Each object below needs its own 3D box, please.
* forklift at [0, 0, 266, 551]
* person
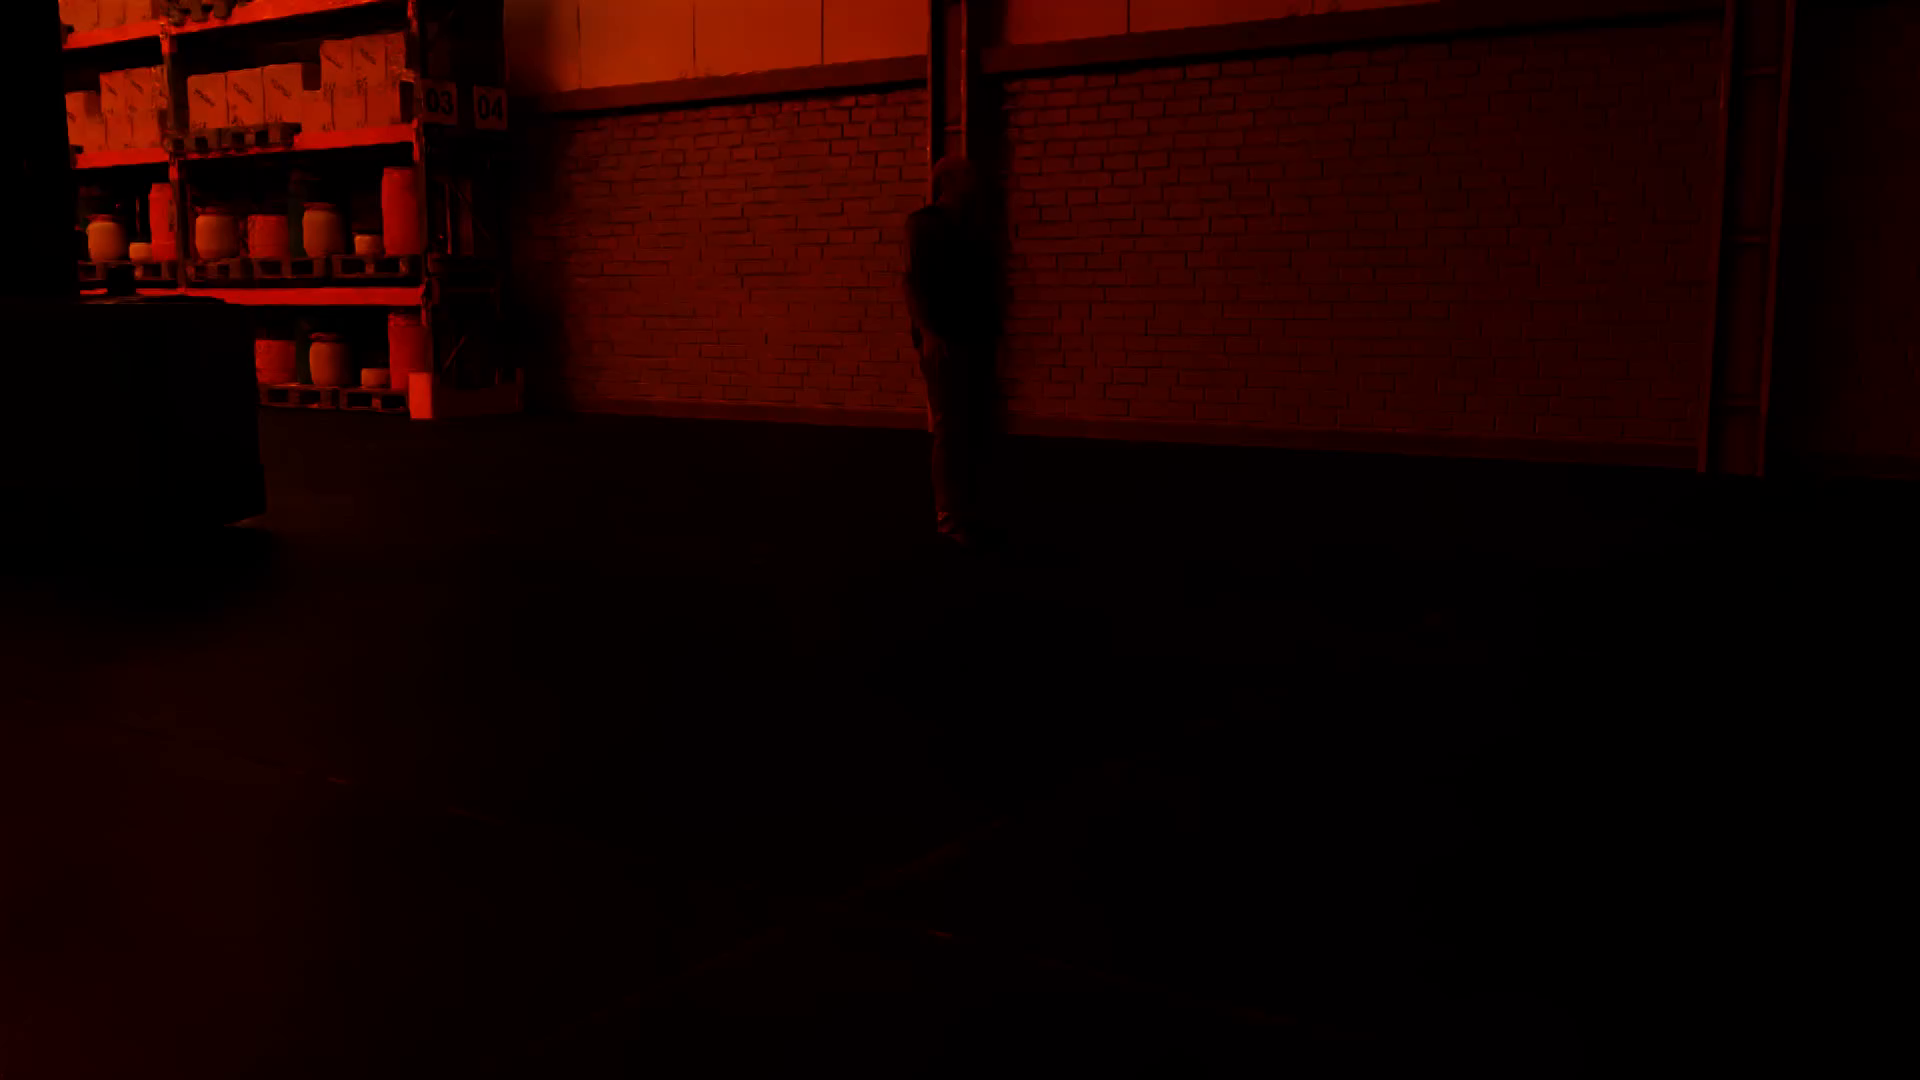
[{"bbox_3d":[-4.864,-1.452,7.407,3.031,2.935,1.130,0,8,1],"label":"forklift"},{"bbox_3d":[0.047,-0.853,7.440,0.567,1.720,0.632,5,10,34],"label":"person"}]
